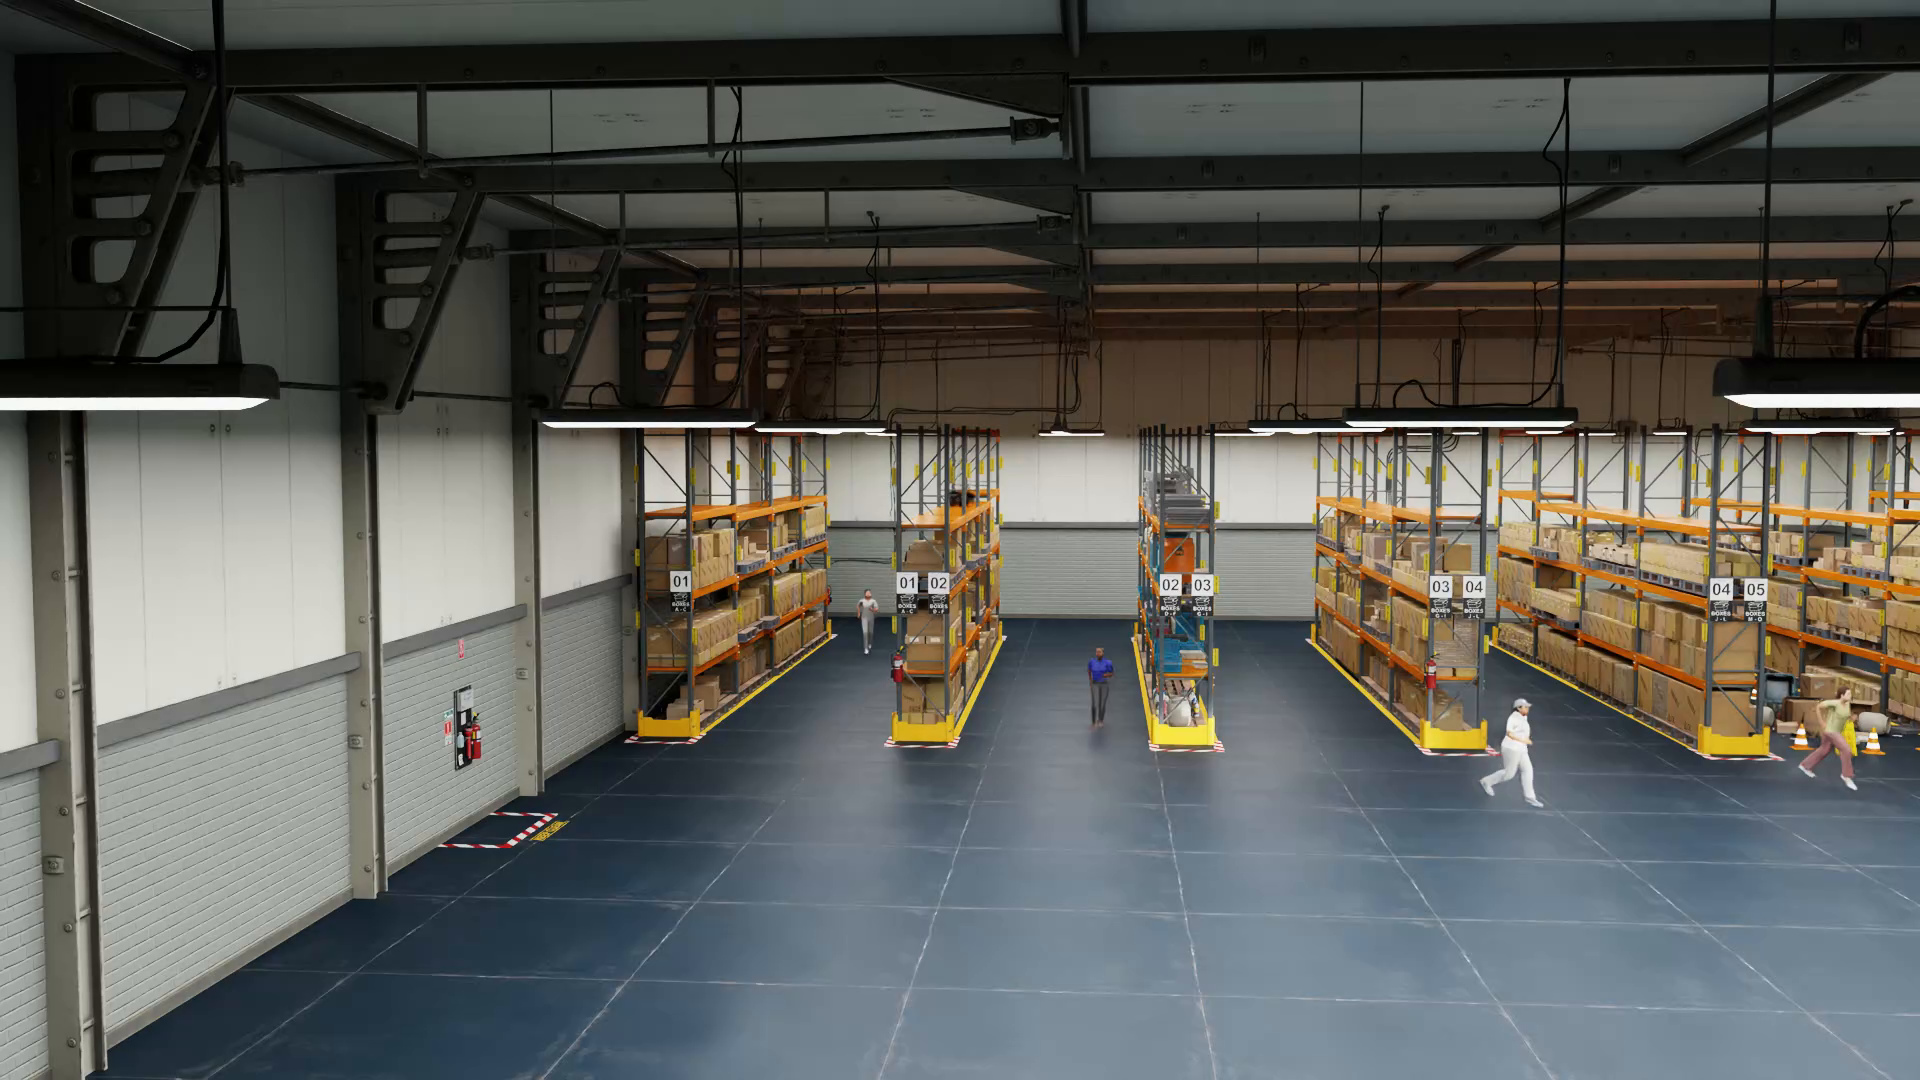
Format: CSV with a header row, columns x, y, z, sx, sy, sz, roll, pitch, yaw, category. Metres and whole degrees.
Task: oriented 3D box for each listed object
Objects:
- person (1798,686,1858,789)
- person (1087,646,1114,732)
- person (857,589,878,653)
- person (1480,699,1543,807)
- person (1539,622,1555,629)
x,y,z,sx,sy,sz,roll,pitch,yaw,category
14.410,3.230,27.568,0.577,1.675,0.973,-3,4,-39,person
2.754,2.940,32.605,0.546,1.693,0.710,0,3,7,person
-2.470,2.150,44.557,0.556,1.674,0.944,0,4,-8,person
8.683,3.312,26.110,0.972,1.670,0.628,2,4,34,person
16.534,2.053,46.775,0.690,1.650,0.529,-2,4,-33,person
